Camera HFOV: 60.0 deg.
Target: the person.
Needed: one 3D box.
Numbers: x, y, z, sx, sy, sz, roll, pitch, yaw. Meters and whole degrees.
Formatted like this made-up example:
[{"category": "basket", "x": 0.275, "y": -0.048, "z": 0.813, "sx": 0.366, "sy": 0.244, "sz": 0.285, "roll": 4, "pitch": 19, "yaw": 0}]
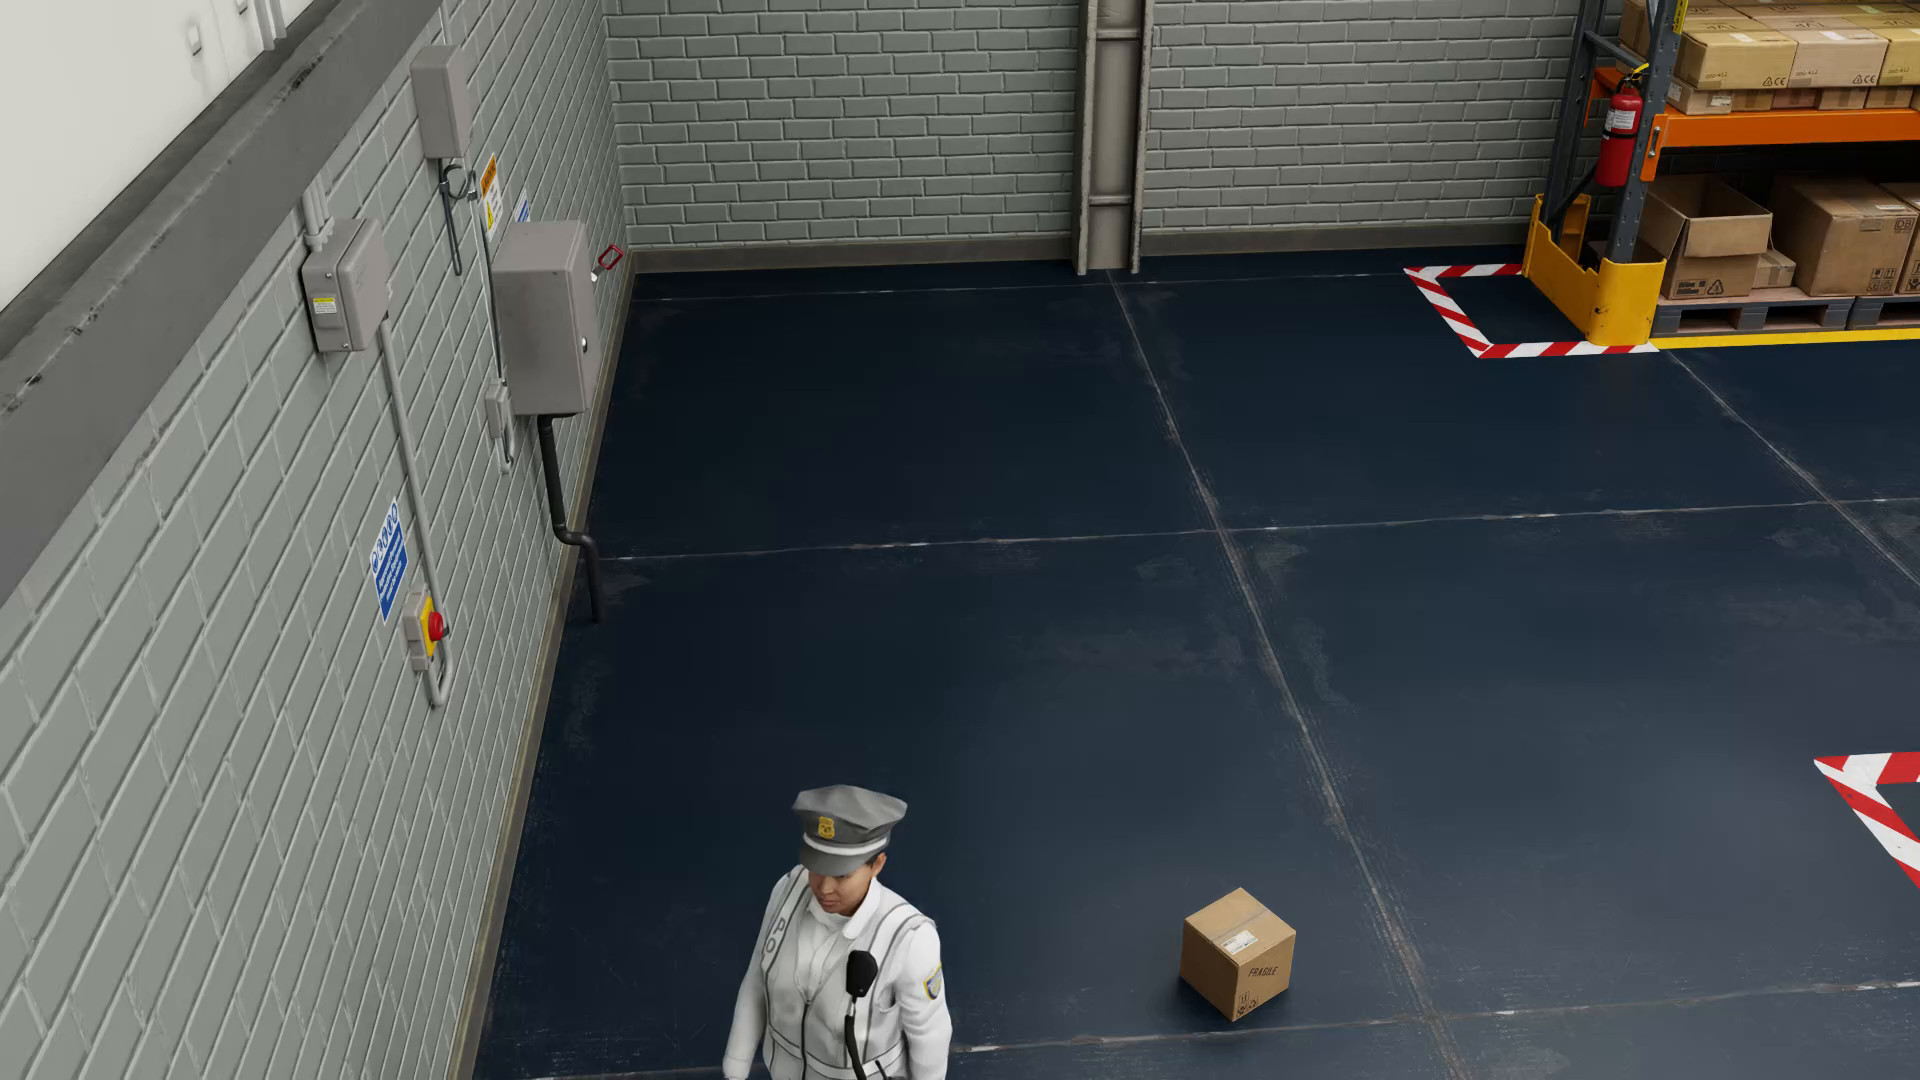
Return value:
[{"category": "person", "x": -0.351, "y": 1.352, "z": 3.907, "sx": 0.498, "sy": 1.659, "sz": 0.709, "roll": 20, "pitch": 37, "yaw": 29}]
